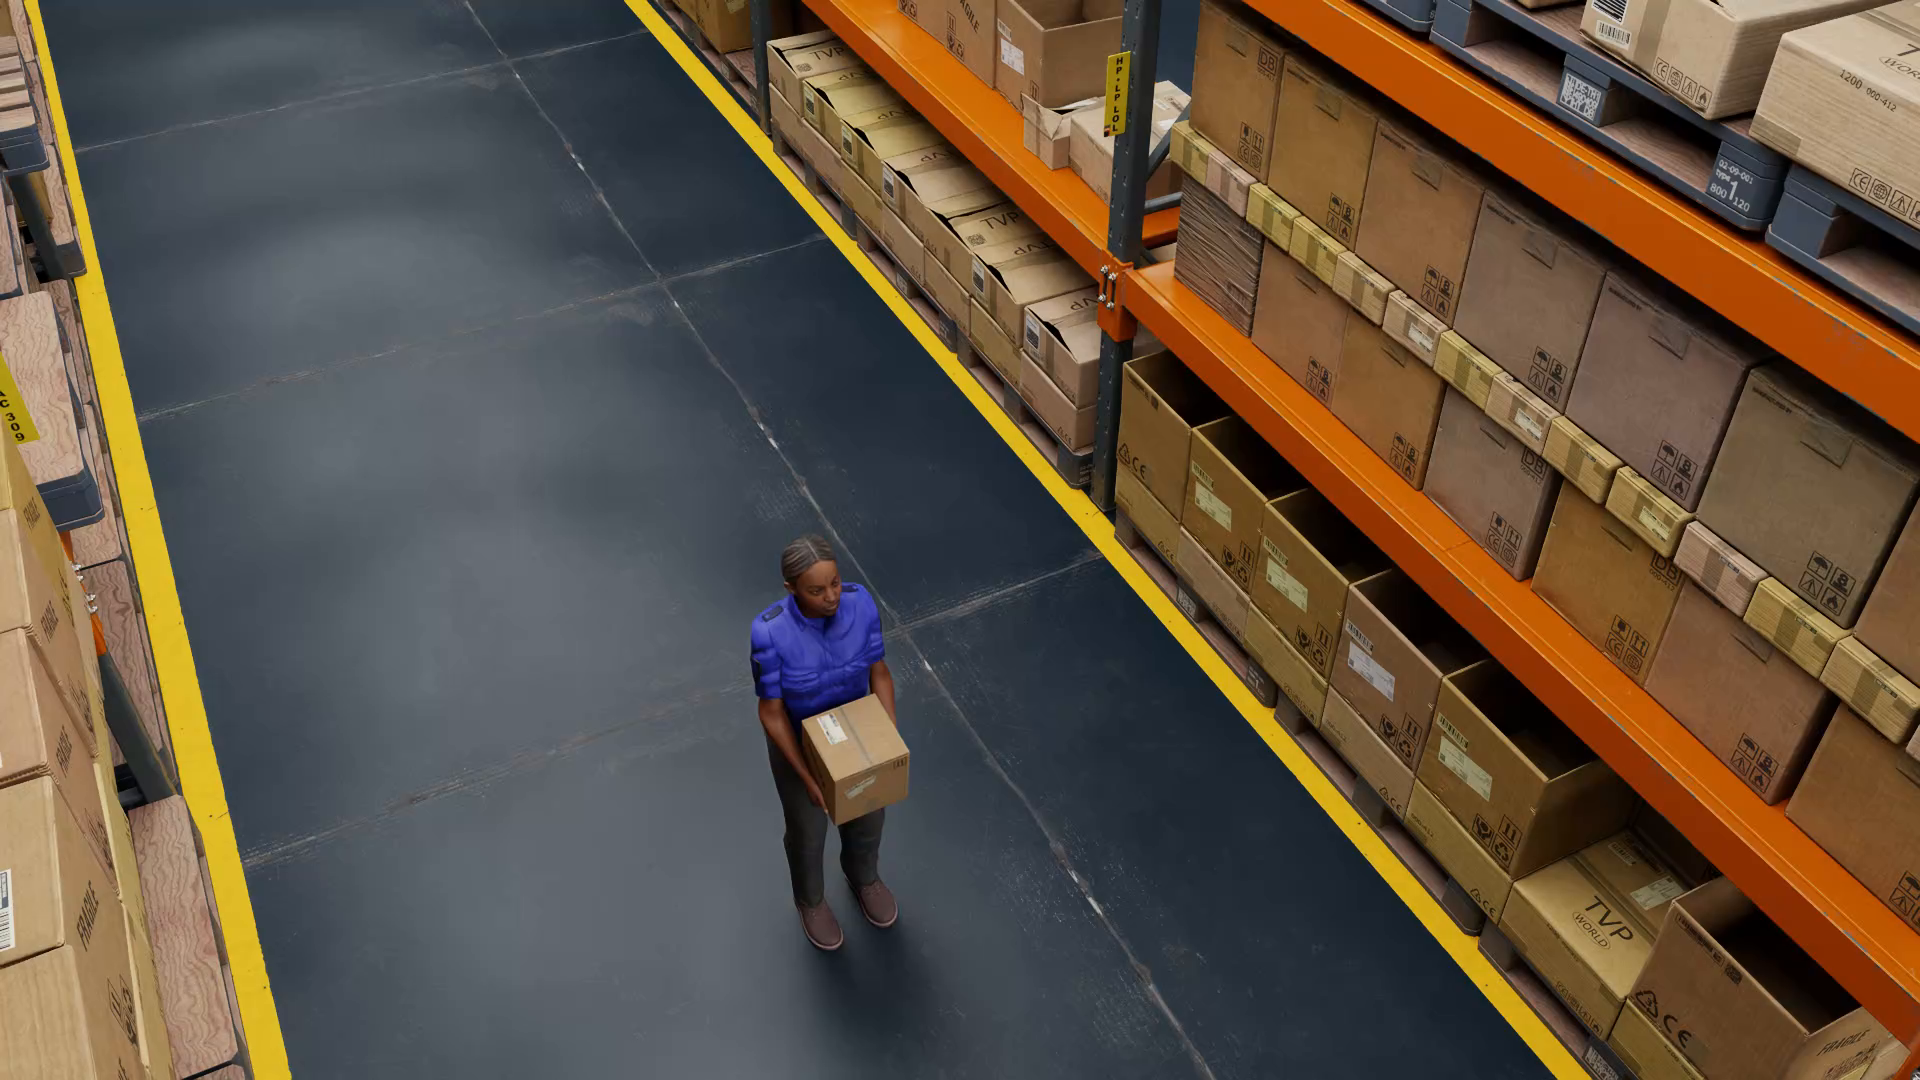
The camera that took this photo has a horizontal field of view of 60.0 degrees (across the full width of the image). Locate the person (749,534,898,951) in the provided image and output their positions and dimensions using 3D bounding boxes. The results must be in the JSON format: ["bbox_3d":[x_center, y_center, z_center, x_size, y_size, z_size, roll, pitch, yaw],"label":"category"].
[{"bbox_3d":[-0.404,0.700,5.379,0.448,1.656,0.495,-19,45,-20],"label":"person"}]
